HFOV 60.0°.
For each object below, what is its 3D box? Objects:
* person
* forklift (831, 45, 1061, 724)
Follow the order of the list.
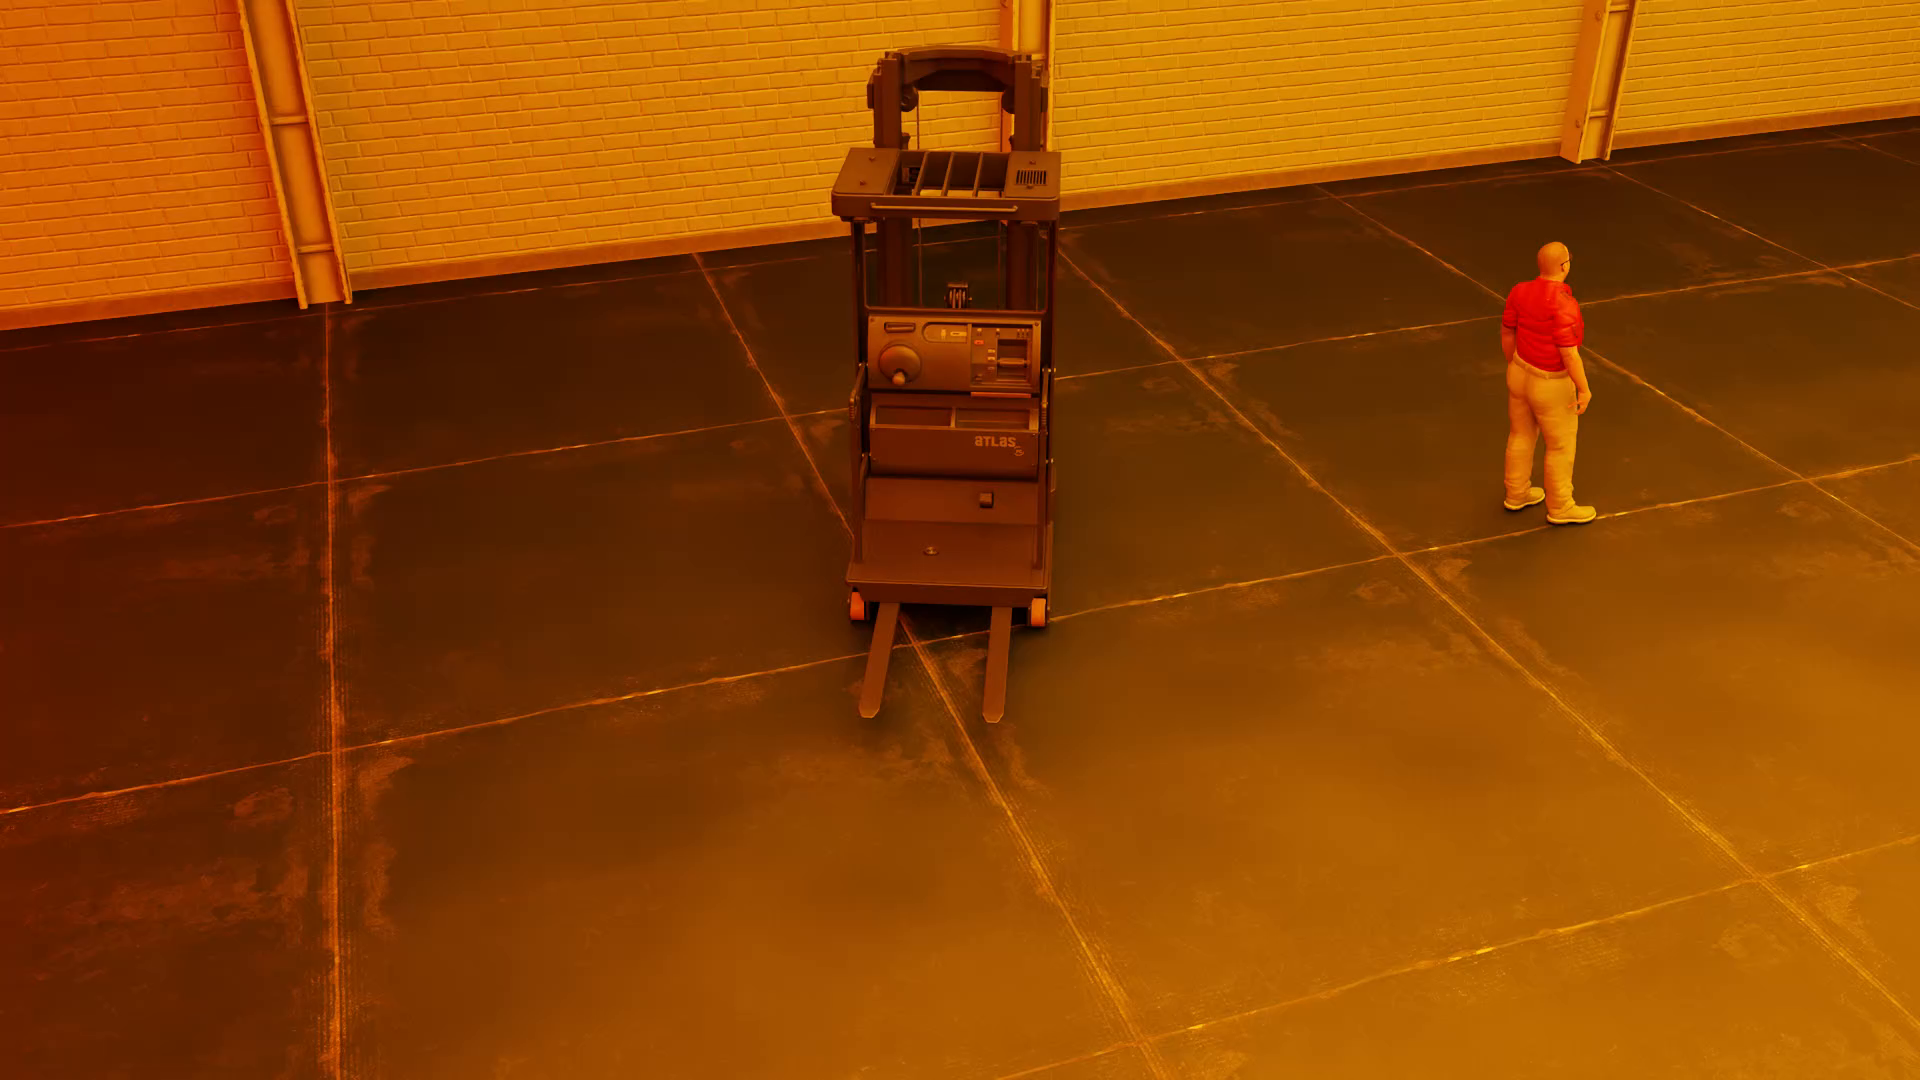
[{"bbox_3d":[3.551,-0.956,9.940,0.551,1.727,0.640,-14,33,-24],"label":"person"},{"bbox_3d":[-0.044,-0.958,8.751,1.130,2.935,3.031,2,30,3],"label":"forklift"}]
